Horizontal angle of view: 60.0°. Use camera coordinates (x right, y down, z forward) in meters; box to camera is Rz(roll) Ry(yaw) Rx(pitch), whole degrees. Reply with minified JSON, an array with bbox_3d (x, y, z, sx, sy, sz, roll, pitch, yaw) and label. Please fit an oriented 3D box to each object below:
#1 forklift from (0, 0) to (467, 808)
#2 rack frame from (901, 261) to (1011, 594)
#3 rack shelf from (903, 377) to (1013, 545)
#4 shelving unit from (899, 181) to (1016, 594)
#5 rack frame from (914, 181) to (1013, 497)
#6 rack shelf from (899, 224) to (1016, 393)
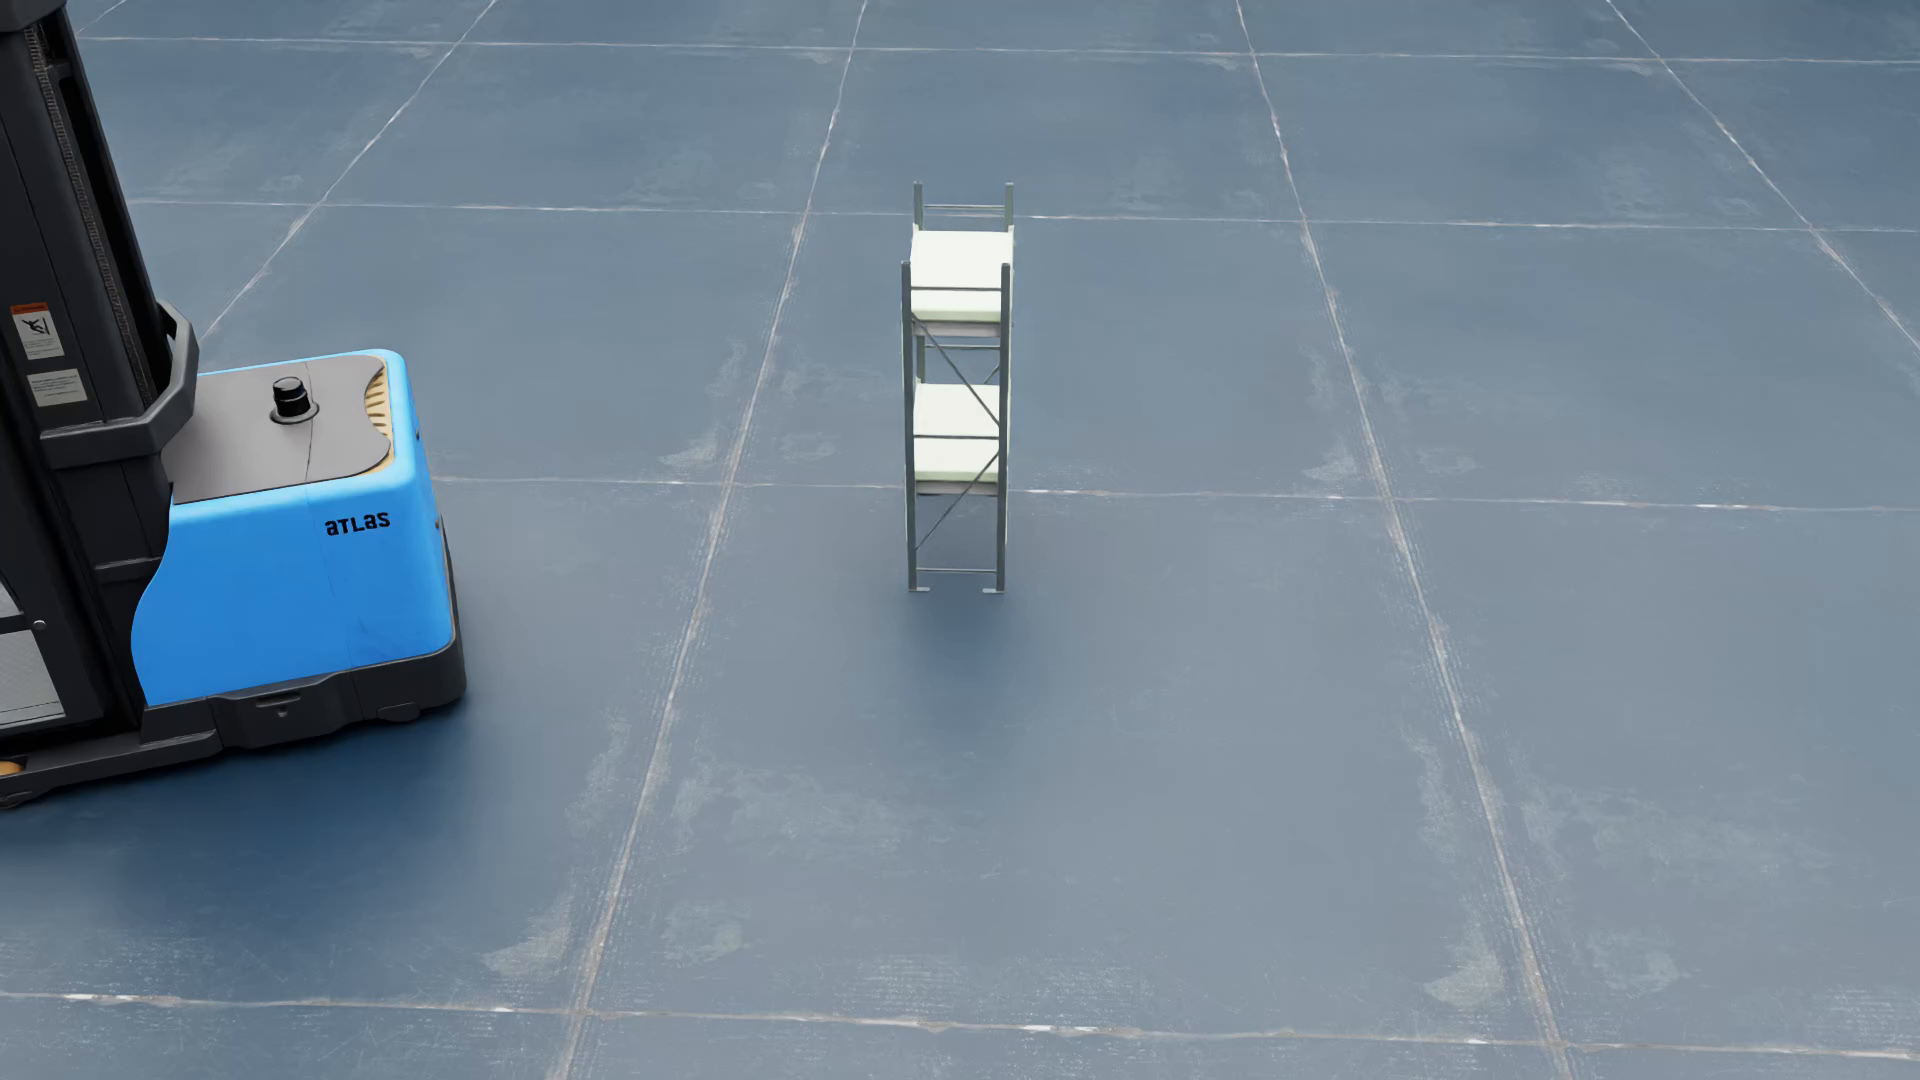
[{"bbox_3d":[-3.454,-0.555,5.491,3.031,2.935,1.130,-11,36,-15],"label":"forklift"},{"bbox_3d":[-0.015,-0.399,6.514,0.400,1.500,0.023,1,35,2],"label":"rack frame"},{"bbox_3d":[0.000,-0.343,7.001,0.431,0.370,0.720,1,35,2],"label":"rack shelf"},{"bbox_3d":[0.000,-0.610,6.813,0.431,1.500,0.755,1,35,2],"label":"shelving unit"},{"bbox_3d":[0.014,-0.820,7.113,0.400,1.500,0.023,1,35,2],"label":"rack frame"},{"bbox_3d":[0.000,-0.929,6.589,0.431,0.370,0.720,1,35,2],"label":"rack shelf"}]
